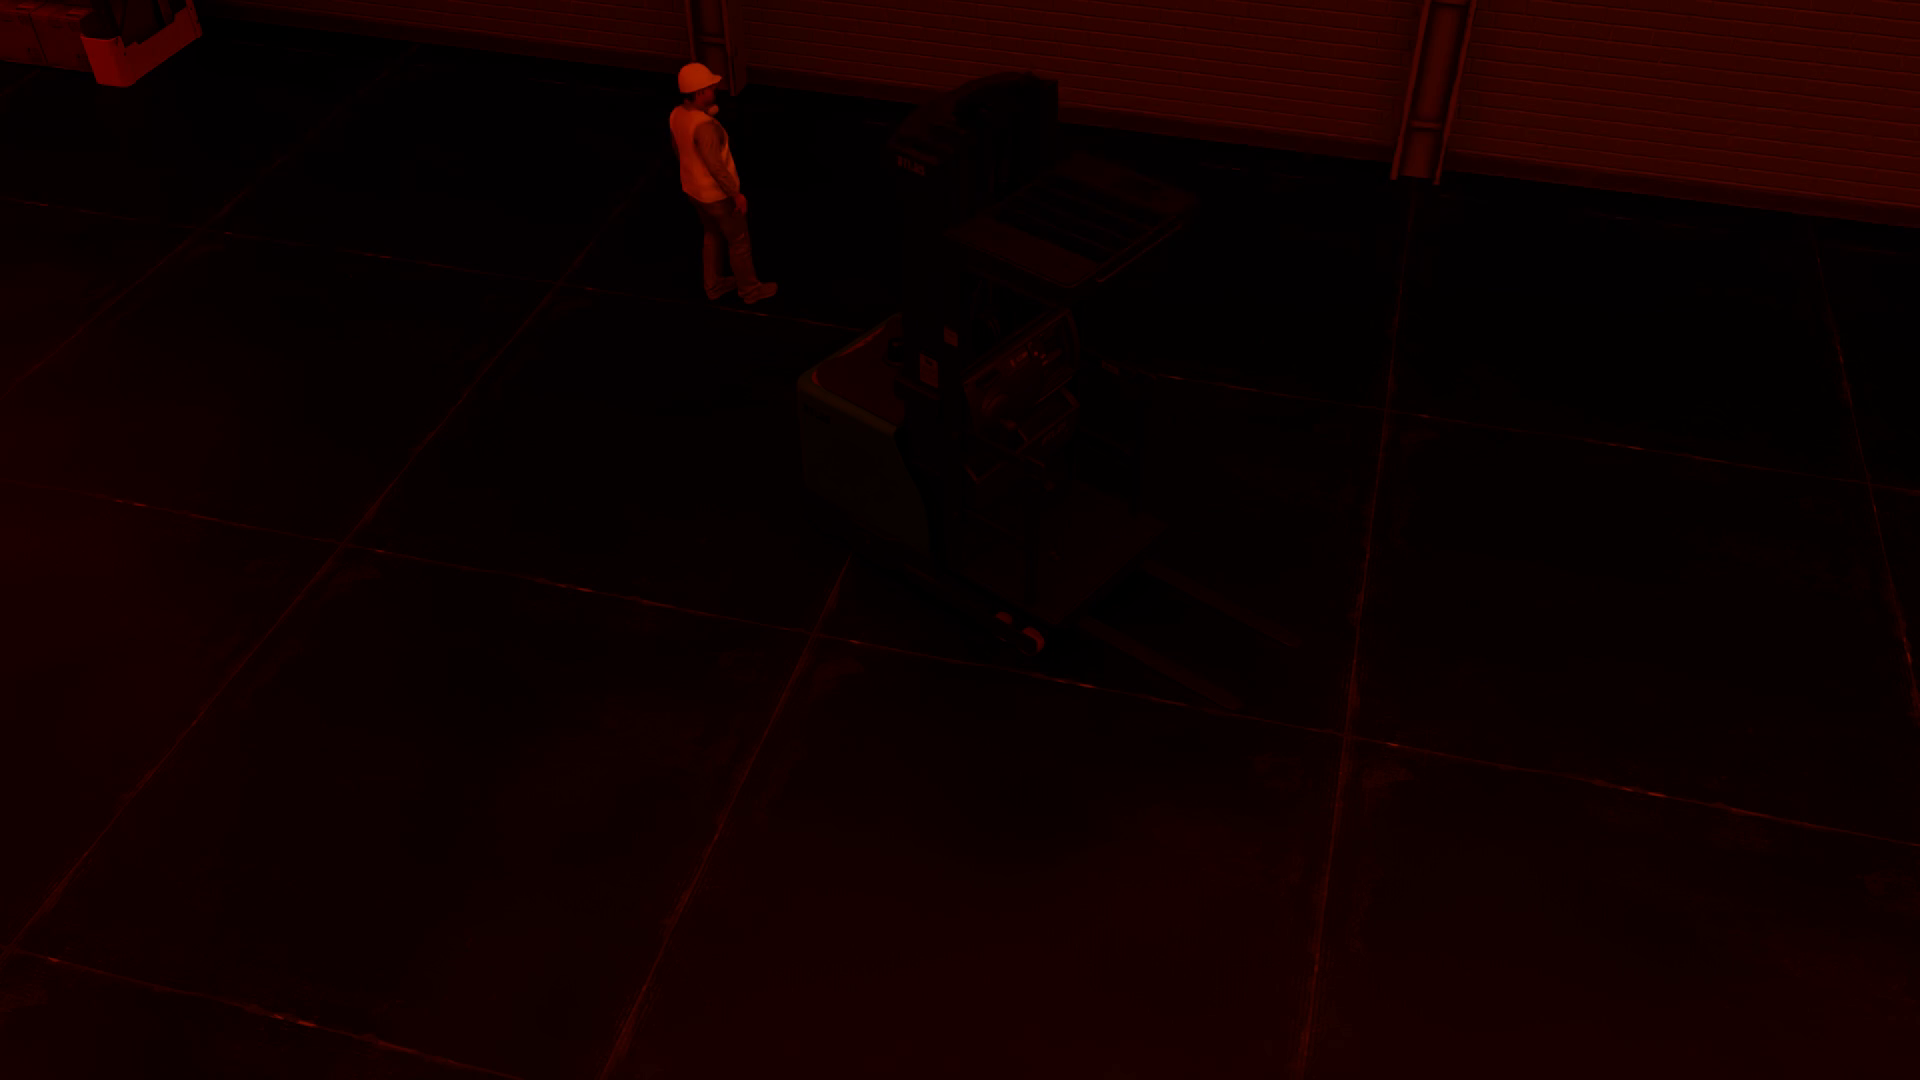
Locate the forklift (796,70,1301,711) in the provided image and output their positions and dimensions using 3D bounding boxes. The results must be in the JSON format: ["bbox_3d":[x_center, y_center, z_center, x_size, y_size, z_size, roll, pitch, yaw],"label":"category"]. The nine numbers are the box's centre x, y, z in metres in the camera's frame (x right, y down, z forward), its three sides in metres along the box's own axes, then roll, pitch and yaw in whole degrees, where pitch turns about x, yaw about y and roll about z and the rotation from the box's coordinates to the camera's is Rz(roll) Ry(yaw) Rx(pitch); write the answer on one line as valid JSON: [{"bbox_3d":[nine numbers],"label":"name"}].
[{"bbox_3d":[0.497,-0.847,8.828,3.031,2.935,1.130,29,49,29],"label":"forklift"}]

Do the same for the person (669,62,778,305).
[{"bbox_3d":[-1.662,-2.480,11.568,0.544,1.774,0.688,-30,50,-30],"label":"person"}]
